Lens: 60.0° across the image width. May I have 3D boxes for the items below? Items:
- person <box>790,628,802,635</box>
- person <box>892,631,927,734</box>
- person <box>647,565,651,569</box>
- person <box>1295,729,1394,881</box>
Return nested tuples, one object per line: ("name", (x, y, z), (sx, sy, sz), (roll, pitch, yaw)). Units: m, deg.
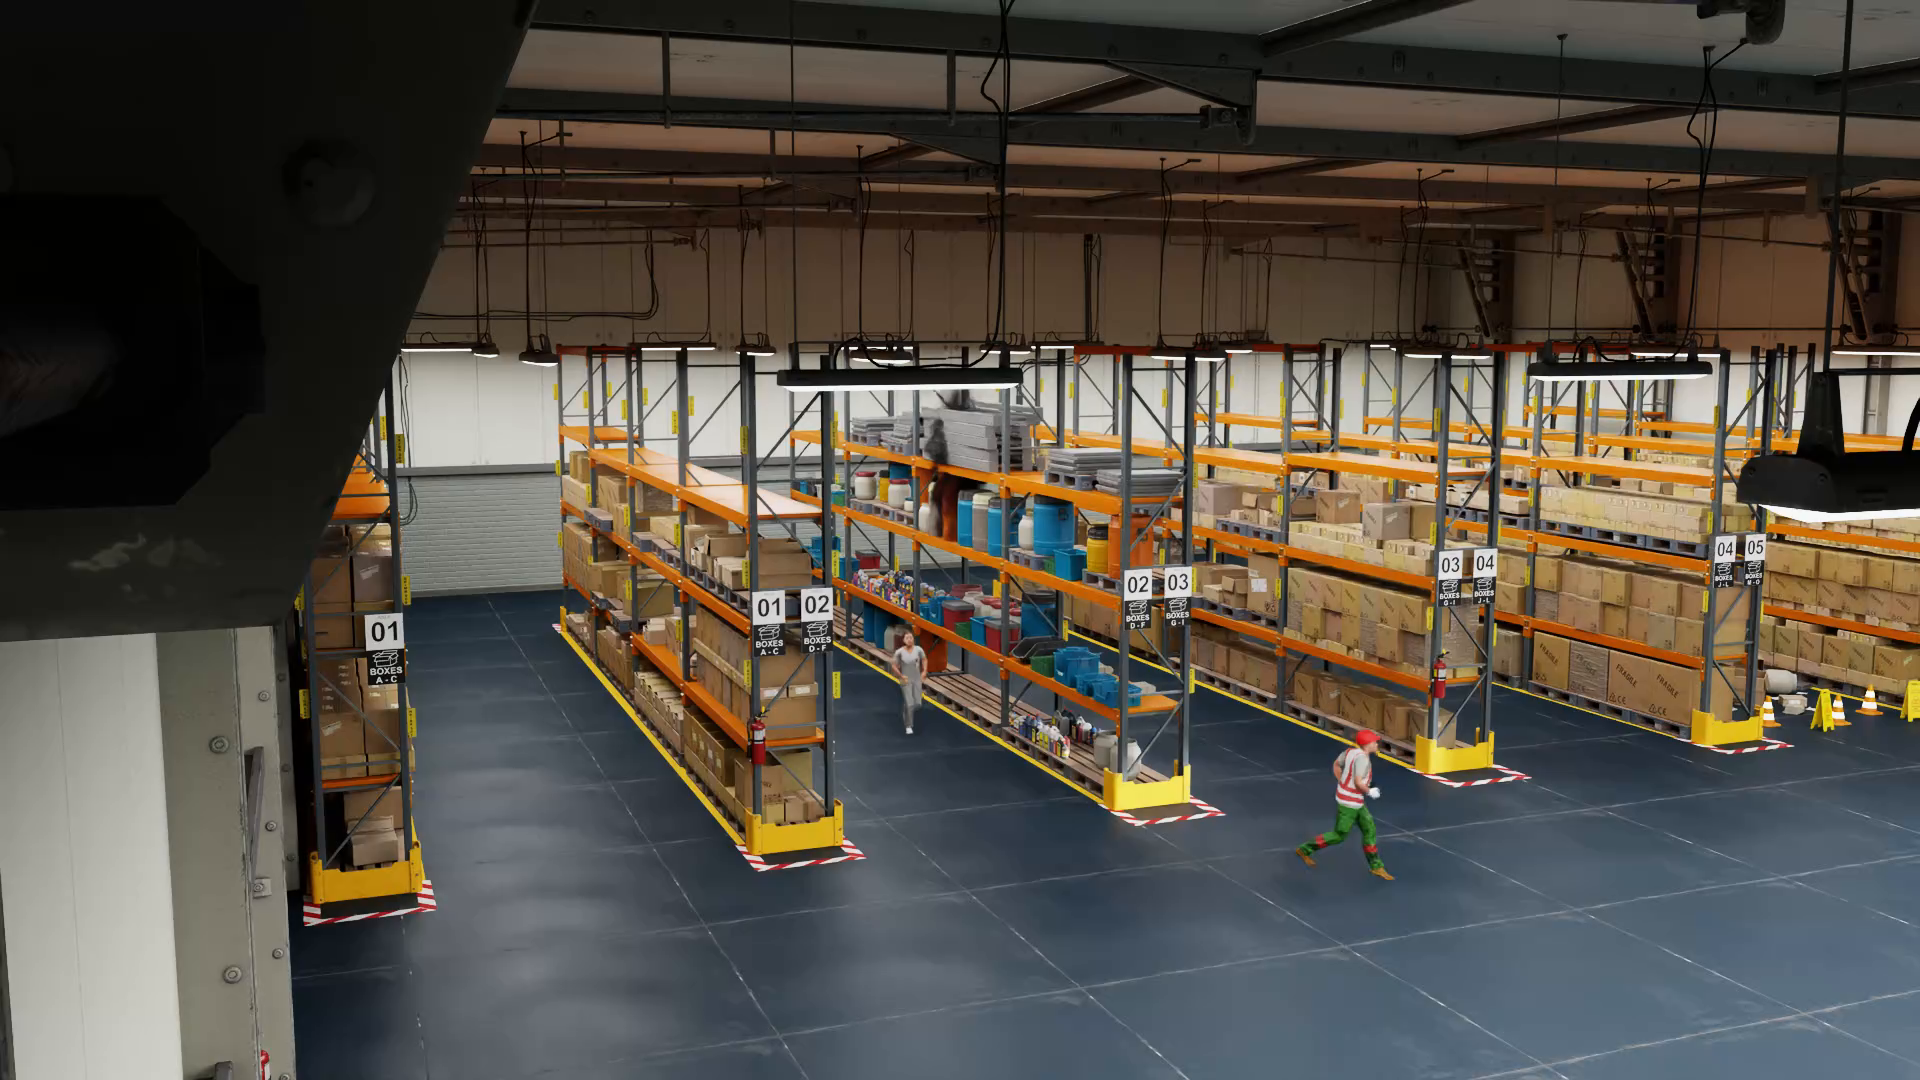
("person", (-2.965, 1.824, 29.094), (0.601, 1.670, 0.794), (-5, 9, -34))
("person", (-0.784, 2.220, 26.105), (0.578, 1.633, 0.638), (-2, 7, -14))
("person", (-6.614, 0.974, 35.691), (0.528, 1.678, 0.663), (6, 10, 40))
("person", (4.437, 3.044, 19.090), (1.137, 1.772, 0.659), (1, 7, 7))
